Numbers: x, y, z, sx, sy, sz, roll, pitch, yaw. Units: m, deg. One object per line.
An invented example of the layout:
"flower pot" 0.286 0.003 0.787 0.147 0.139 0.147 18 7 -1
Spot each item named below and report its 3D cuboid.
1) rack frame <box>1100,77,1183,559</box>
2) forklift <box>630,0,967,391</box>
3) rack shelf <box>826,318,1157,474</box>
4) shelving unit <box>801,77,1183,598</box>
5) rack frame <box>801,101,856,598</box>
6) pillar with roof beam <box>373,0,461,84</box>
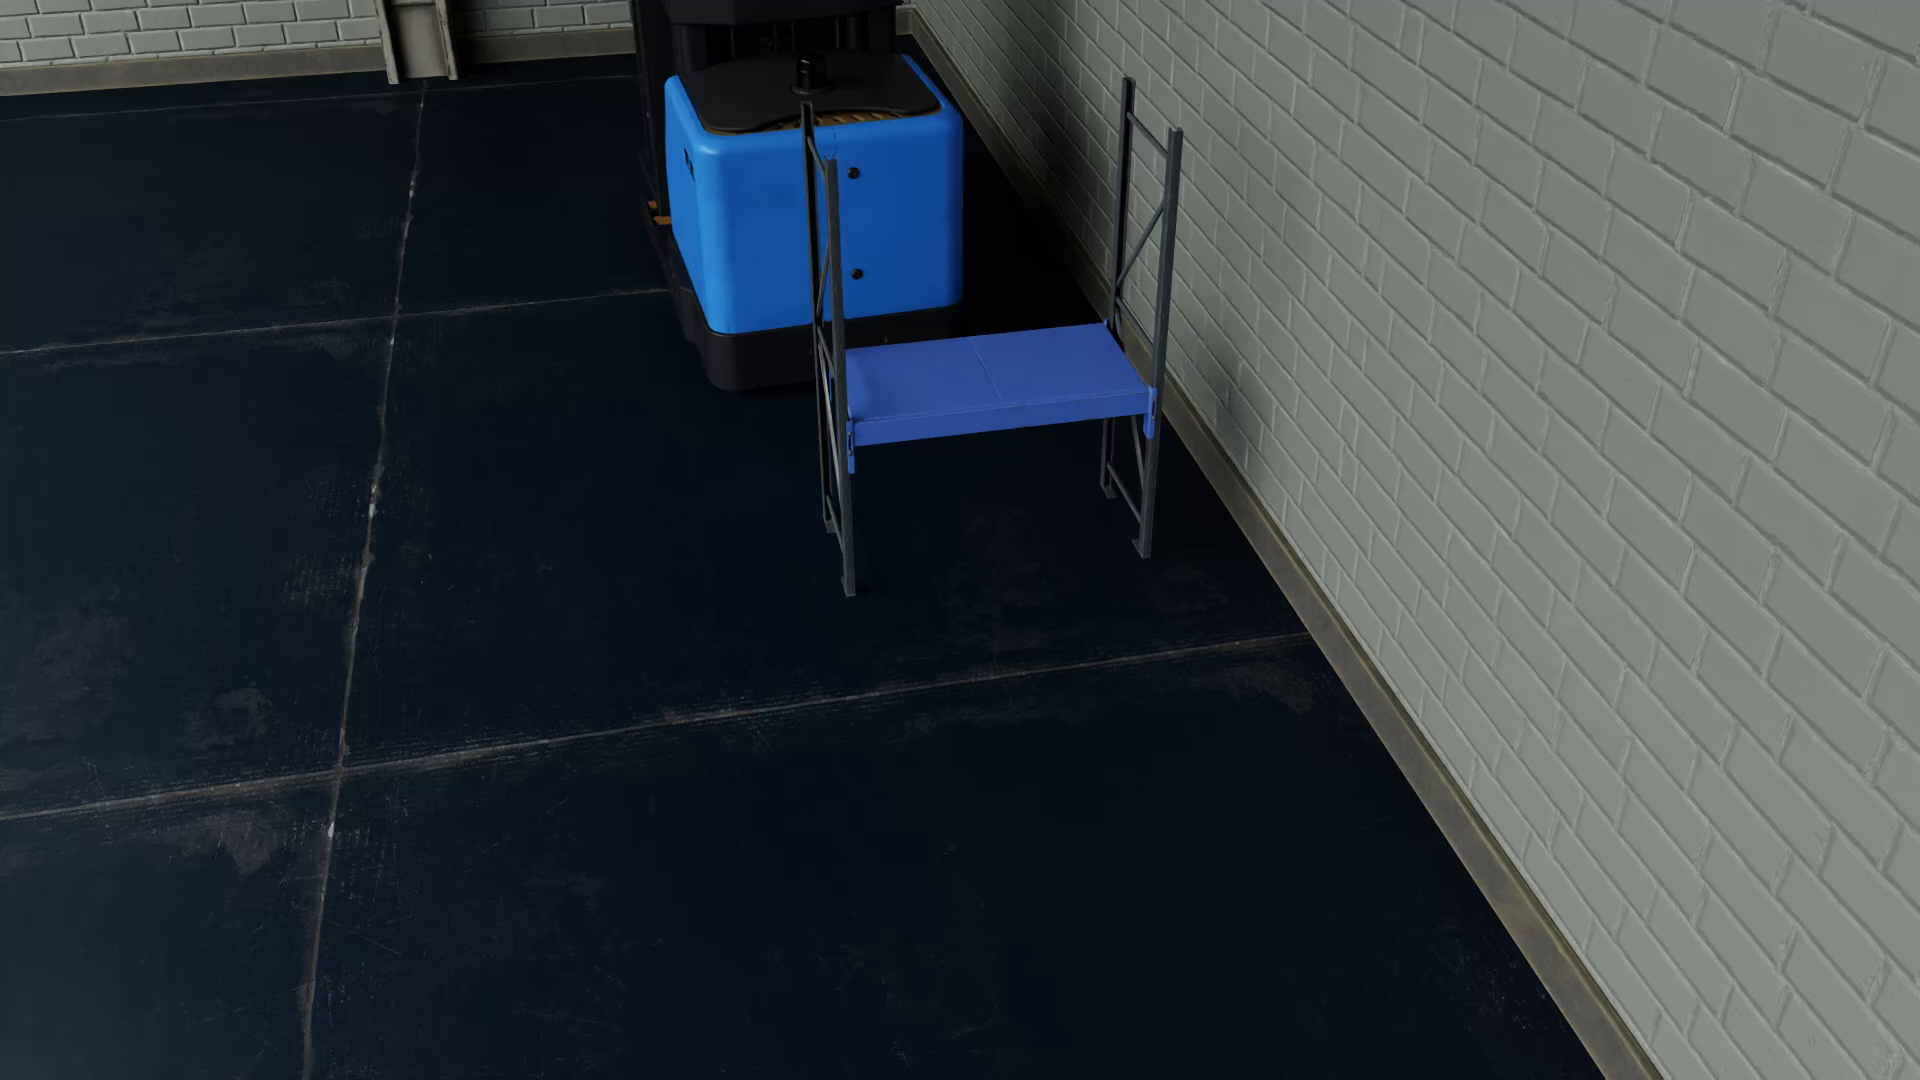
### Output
"rack frame" 0.579 -0.696 5.441 0.032 1.500 0.500 -7 35 -11
"forklift" -0.880 -2.616 7.018 1.130 2.935 3.031 -9 35 -14
"rack shelf" 0.083 -0.484 5.448 1.000 0.185 0.538 -7 35 -11
"shelving unit" 0.083 -0.633 5.348 1.048 1.500 0.538 -7 35 -11
"rack frame" -0.413 -0.571 5.255 0.032 1.500 0.500 -7 35 -11
"pillar with roof beam" -2.226 -4.168 3.886 0.400 9.000 9.100 -7 35 -11
